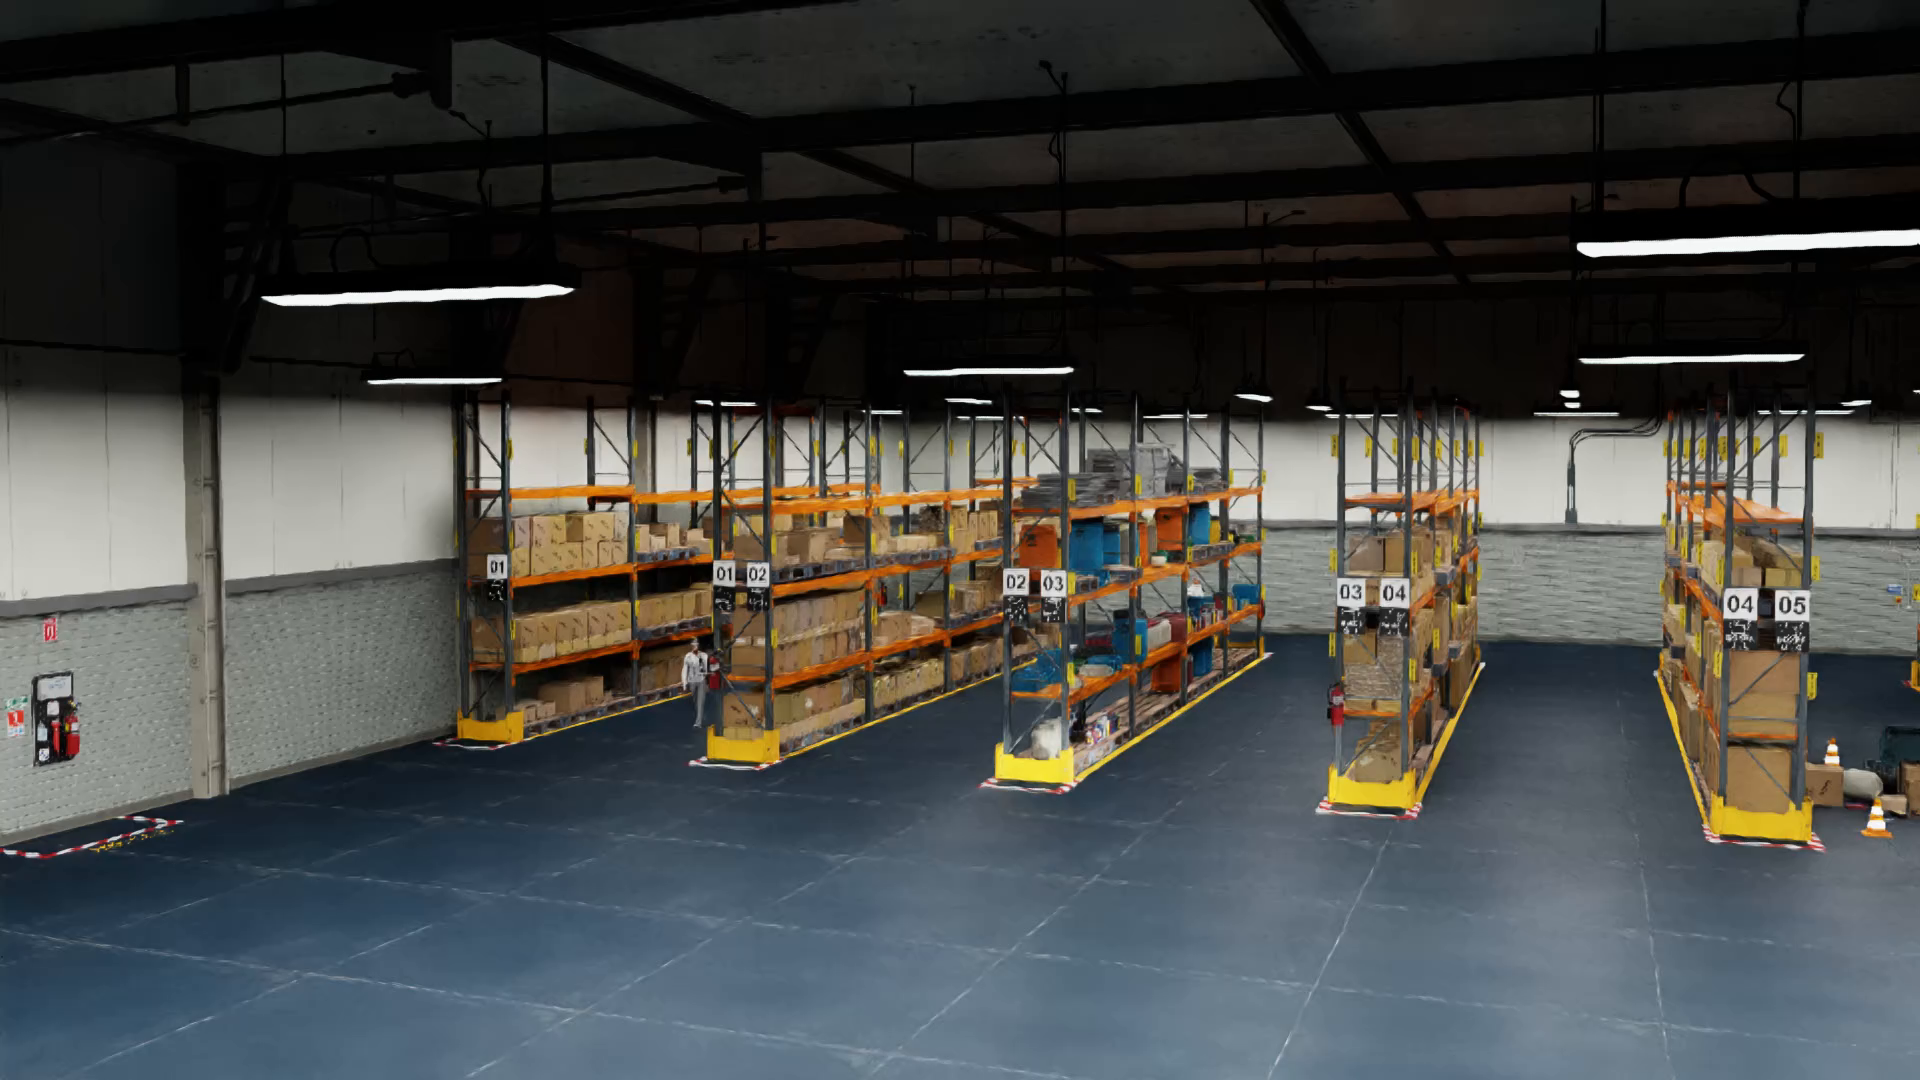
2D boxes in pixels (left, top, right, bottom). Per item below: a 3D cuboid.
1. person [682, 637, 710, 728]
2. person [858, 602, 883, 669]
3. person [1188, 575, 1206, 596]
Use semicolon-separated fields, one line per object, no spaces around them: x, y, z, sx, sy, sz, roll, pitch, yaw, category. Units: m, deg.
-4.729;2.532;29.812;0.483;1.621;0.993;1;3;12;person
-1.904;2.168;35.709;0.588;1.700;1.193;1;3;18;person
6.168;1.751;44.157;0.687;1.660;0.485;-2;4;-31;person
